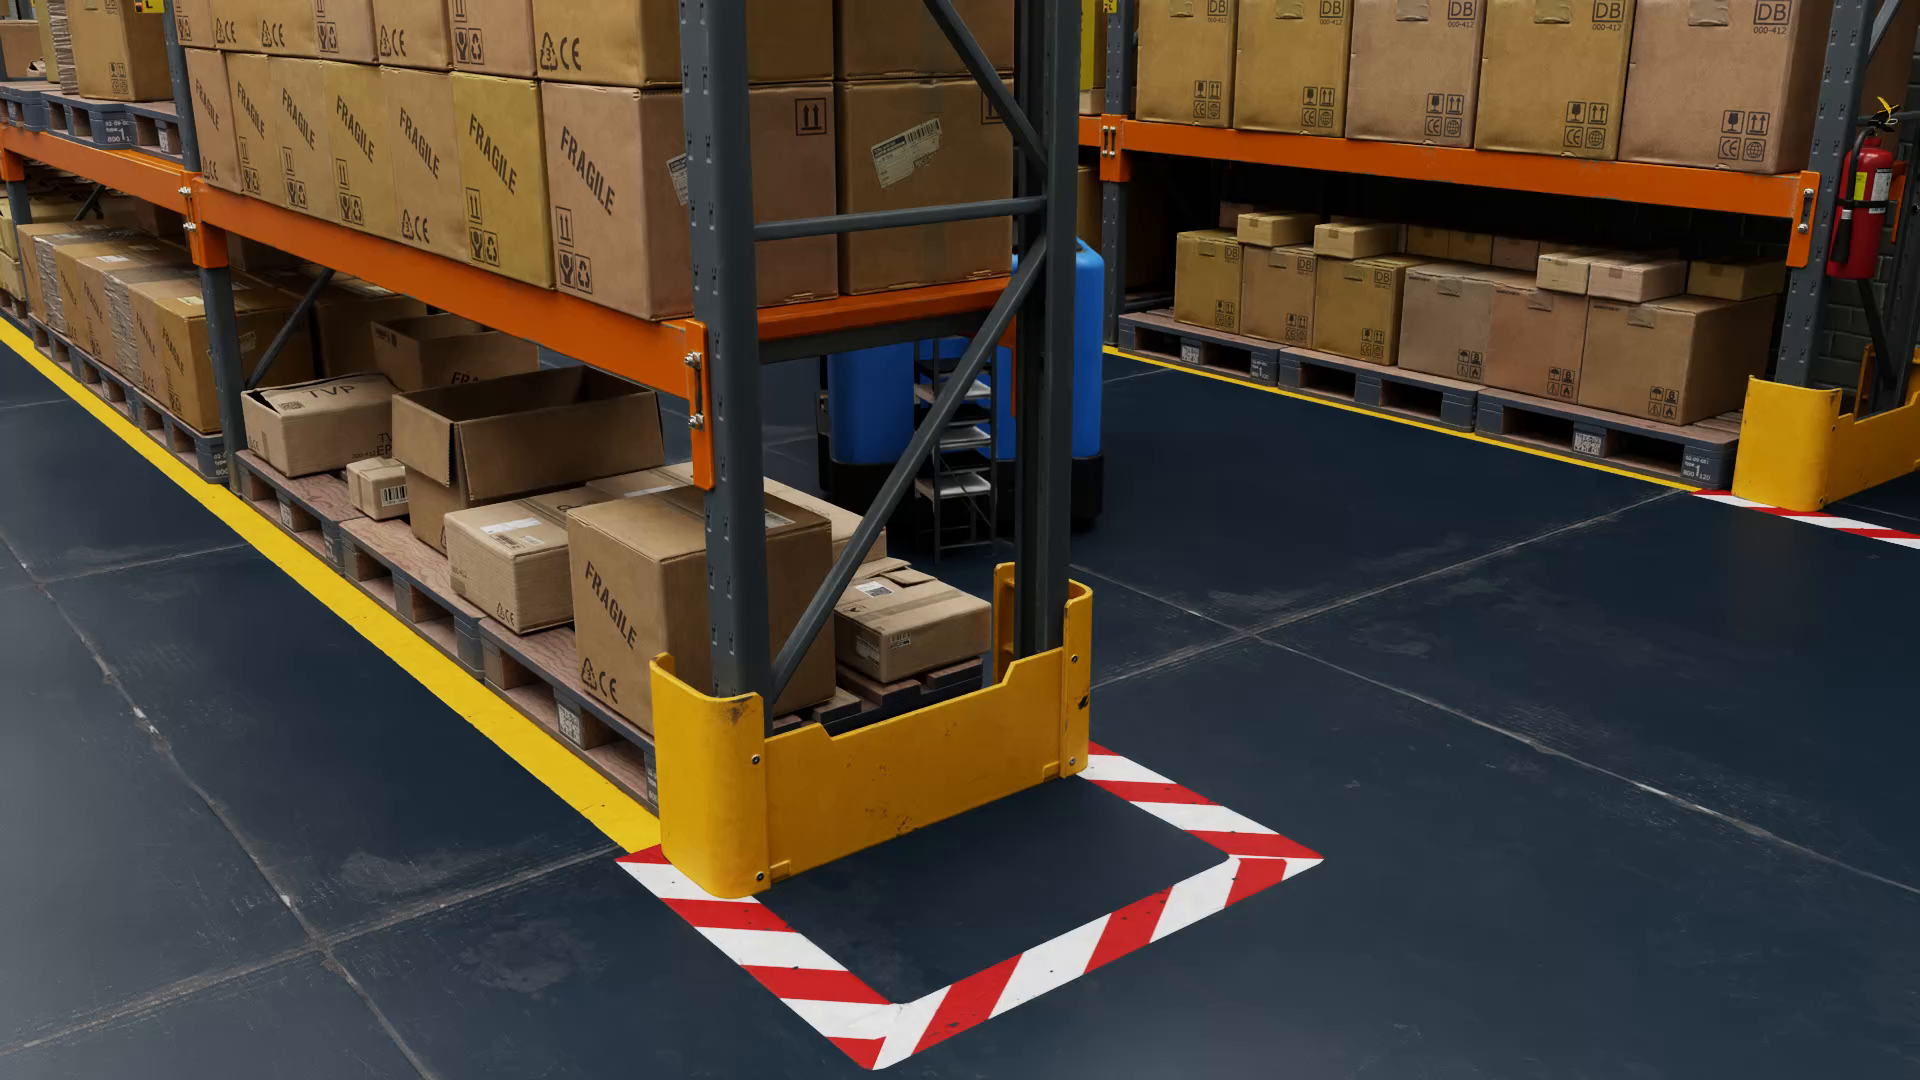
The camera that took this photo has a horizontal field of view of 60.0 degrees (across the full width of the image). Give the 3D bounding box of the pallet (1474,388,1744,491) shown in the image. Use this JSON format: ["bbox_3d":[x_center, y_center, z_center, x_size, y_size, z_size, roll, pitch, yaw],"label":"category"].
[{"bbox_3d":[3.179,-0.547,7.679,1.003,0.211,1.213,-14,23,-36],"label":"pallet"}]

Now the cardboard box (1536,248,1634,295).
[{"bbox_3d":[2.842,-1.222,7.556,0.380,0.149,0.250,-13,22,-35],"label":"cardboard box"}]

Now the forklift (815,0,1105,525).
[{"bbox_3d":[-0.108,-1.865,7.331,1.130,2.935,3.031,-2,18,-5],"label":"forklift"}]

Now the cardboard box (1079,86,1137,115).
[{"bbox_3d":[0.822,-2.593,9.789,0.380,0.149,0.250,-14,23,-36],"label":"cardboard box"}]

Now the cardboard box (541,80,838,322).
[{"bbox_3d":[-0.635,-0.826,3.926,0.500,0.500,0.500,-13,22,-34],"label":"cardboard box"}]

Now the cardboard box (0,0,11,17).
[{"bbox_3d":[-7.609,-4.138,12.895,0.380,0.149,0.250,-14,23,-36],"label":"cardboard box"}]

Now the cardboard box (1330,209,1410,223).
[{"bbox_3d":[2.196,-1.671,8.915,0.380,0.149,0.250,-15,23,-38],"label":"cardboard box"}]

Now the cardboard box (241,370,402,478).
[{"bbox_3d":[-2.536,-0.494,6.659,0.500,0.311,0.500,-14,23,-36],"label":"cardboard box"}]

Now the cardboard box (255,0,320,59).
[{"bbox_3d":[-1.916,-1.804,5.290,0.500,0.500,0.500,-15,23,-38],"label":"cardboard box"}]

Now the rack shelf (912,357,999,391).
[{"bbox_3d":[-0.017,-0.605,6.006,0.258,0.077,0.200,-7,20,-20],"label":"rack shelf"}]

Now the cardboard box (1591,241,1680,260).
[{"bbox_3d":[3.143,-1.296,7.780,0.380,0.149,0.250,-14,23,-36],"label":"cardboard box"}]

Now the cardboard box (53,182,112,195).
[{"bbox_3d":[-5.853,-2.293,11.330,0.500,0.311,0.500,-15,23,-38],"label":"cardboard box"}]

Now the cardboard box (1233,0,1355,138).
[{"bbox_3d":[2.027,-2.499,8.661,0.980,0.700,0.700,-15,23,-37],"label":"cardboard box"}]

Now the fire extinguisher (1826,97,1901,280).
[{"bbox_3d":[3.469,-1.348,6.378,0.296,0.674,0.183,-14,23,-36],"label":"fire extinguisher"}]

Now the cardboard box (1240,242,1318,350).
[{"bbox_3d":[1.947,-1.359,9.002,0.700,0.500,0.500,-14,23,-37],"label":"cardboard box"}]

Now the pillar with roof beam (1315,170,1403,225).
[{"bbox_3d":[-1.008,-4.679,6.177,9.100,9.000,0.400,-14,23,-36],"label":"pillar with roof beam"}]

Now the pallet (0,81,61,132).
[{"bbox_3d":[-4.635,-2.448,9.289,1.213,0.211,1.003,-14,23,-36],"label":"pallet"}]

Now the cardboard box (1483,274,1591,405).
[{"bbox_3d":[2.913,-0.978,7.853,0.700,0.500,0.500,-14,23,-36],"label":"cardboard box"}]

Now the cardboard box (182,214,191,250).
[{"bbox_3d":[-3.669,-1.622,8.572,0.500,0.250,0.500,-15,23,-37],"label":"cardboard box"}]

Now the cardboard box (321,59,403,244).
[{"bbox_3d":[-1.578,-1.201,5.060,0.500,0.500,0.500,-14,23,-37],"label":"cardboard box"}]

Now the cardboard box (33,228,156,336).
[{"bbox_3d":[-4.723,-1.419,9.153,0.500,0.500,0.500,-15,24,-38],"label":"cardboard box"}]

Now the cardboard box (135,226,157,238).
[{"bbox_3d":[-4.346,-1.530,9.488,0.500,0.500,0.500,-13,22,-34],"label":"cardboard box"}]

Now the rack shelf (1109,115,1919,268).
[{"bbox_3d":[2.495,-1.840,8.293,1.077,0.370,4.000,-14,23,-36],"label":"rack shelf"}]

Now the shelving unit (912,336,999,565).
[{"bbox_3d":[-0.017,-0.381,6.080,0.258,0.900,0.210,-7,20,-20],"label":"shelving unit"}]

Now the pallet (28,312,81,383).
[{"bbox_3d":[-4.677,-1.177,9.583,1.003,0.211,1.213,-14,23,-36],"label":"pallet"}]

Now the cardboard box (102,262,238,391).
[{"bbox_3d":[-3.770,-1.042,8.014,0.500,0.500,0.500,-14,23,-35],"label":"cardboard box"}]

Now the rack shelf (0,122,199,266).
[{"bbox_3d":[-3.869,-1.858,8.347,1.077,0.370,4.000,-14,23,-36],"label":"rack shelf"}]

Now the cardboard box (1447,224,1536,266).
[{"bbox_3d":[2.670,-1.483,8.346,0.380,0.149,0.250,-14,23,-36],"label":"cardboard box"}]

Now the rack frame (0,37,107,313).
[{"bbox_3d":[-5.111,-2.693,9.722,1.000,3.000,0.127,-14,23,-36],"label":"rack frame"}]

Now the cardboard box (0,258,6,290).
[{"bbox_3d":[-5.951,-1.795,10.718,0.500,0.250,0.500,-14,23,-37],"label":"cardboard box"}]

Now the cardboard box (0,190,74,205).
[{"bbox_3d":[-5.957,-2.061,10.628,0.500,0.311,0.500,-14,23,-37],"label":"cardboard box"}]

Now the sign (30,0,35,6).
[{"bbox_3d":[-7.175,-4.299,12.856,0.100,0.325,0.005,-14,23,-36],"label":"sign"}]

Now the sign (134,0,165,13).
[{"bbox_3d":[-3.060,-2.147,6.234,0.100,0.325,0.005,-14,23,-36],"label":"sign"}]

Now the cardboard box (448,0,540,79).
[{"bbox_3d":[-0.950,-1.424,4.141,0.500,0.500,0.500,-13,22,-35],"label":"cardboard box"}]

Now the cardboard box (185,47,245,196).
[{"bbox_3d":[-2.524,-1.576,6.190,0.500,0.500,0.500,-13,22,-35],"label":"cardboard box"}]

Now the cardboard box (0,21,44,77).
[{"bbox_3d":[-6.165,-3.150,10.946,0.500,0.500,0.500,-16,24,-39],"label":"cardboard box"}]

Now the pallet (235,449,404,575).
[{"bbox_3d":[-2.202,-0.214,6.672,1.003,0.211,1.213,-14,23,-36],"label":"pallet"}]

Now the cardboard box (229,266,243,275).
[{"bbox_3d":[-3.381,-1.150,8.340,0.500,0.500,0.500,-14,23,-35],"label":"cardboard box"}]

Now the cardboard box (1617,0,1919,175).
[{"bbox_3d":[3.413,-1.955,7.018,0.980,0.700,0.700,-13,22,-34],"label":"cardboard box"}]

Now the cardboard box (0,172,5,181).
[{"bbox_3d":[-6.904,-2.436,11.763,0.500,0.311,0.500,-15,23,-38],"label":"cardboard box"}]

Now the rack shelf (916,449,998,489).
[{"bbox_3d":[-0.017,-0.264,6.119,0.258,0.077,0.200,-7,20,-20],"label":"rack shelf"}]

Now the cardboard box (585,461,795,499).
[{"bbox_3d":[-0.880,-0.061,5.448,0.500,0.250,0.500,-14,23,-36],"label":"cardboard box"}]

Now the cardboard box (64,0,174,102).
[{"bbox_3d":[-3.773,-2.377,7.942,0.500,0.500,0.700,13,23,35],"label":"cardboard box"}]

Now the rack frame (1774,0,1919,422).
[{"bbox_3d":[3.737,-1.689,6.692,1.000,3.000,0.127,-14,23,-36],"label":"rack frame"}]

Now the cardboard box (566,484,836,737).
[{"bbox_3d":[-0.674,0.171,4.352,0.500,0.500,0.500,-14,23,-36],"label":"cardboard box"}]

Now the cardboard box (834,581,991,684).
[{"bbox_3d":[-0.134,0.253,4.662,0.380,0.149,0.250,-14,23,-36],"label":"cardboard box"}]

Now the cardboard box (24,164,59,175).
[{"bbox_3d":[-6.790,-2.668,12.461,0.500,0.311,0.500,-13,22,-35],"label":"cardboard box"}]
